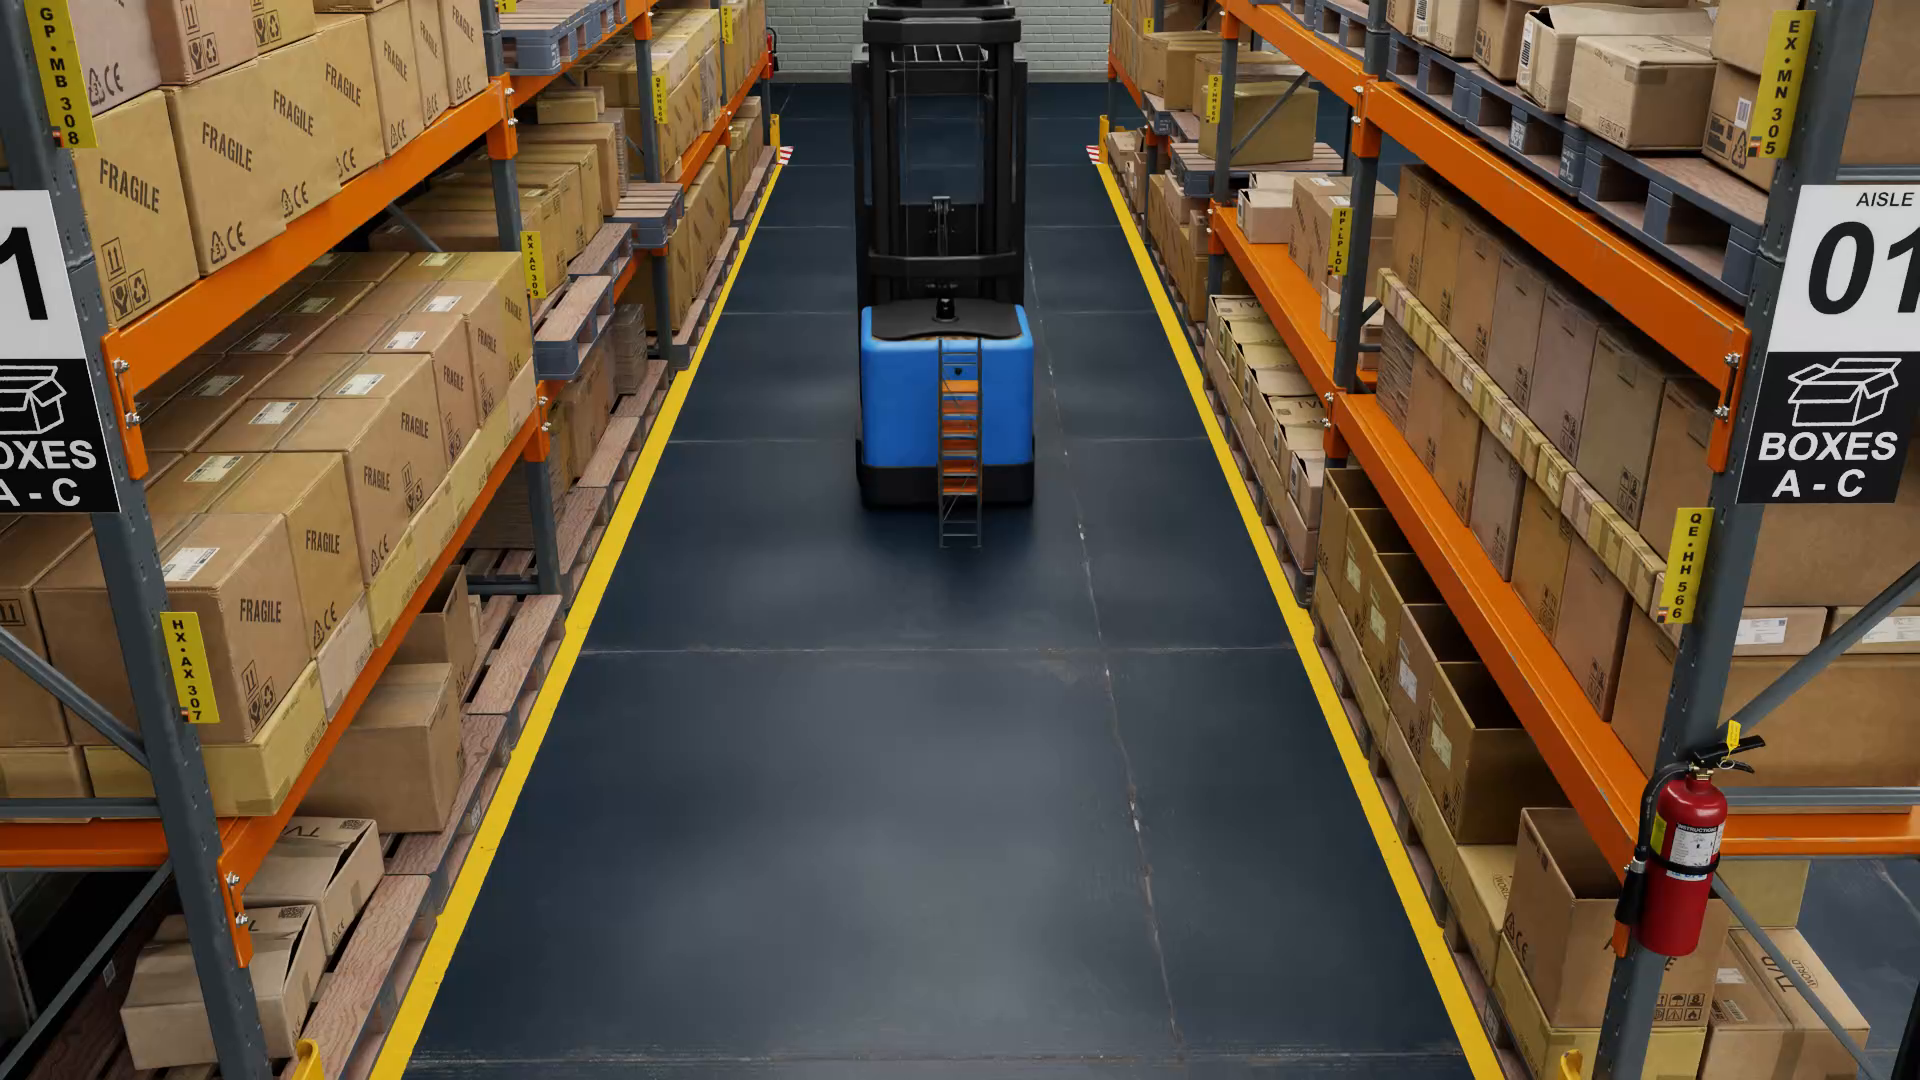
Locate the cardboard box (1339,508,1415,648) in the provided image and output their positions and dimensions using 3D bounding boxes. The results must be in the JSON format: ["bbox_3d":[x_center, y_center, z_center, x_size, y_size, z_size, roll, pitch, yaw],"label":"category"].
[{"bbox_3d":[2.068,0.177,7.636,0.500,0.500,0.500,0,24,-1],"label":"cardboard box"}]

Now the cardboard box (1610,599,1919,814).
[{"bbox_3d":[2.414,0.469,4.952,0.700,0.500,0.500,0,24,-1],"label":"cardboard box"}]

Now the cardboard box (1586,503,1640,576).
[{"bbox_3d":[2.204,-0.004,5.211,0.380,0.149,0.250,-1,24,-1],"label":"cardboard box"}]

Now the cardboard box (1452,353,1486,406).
[{"bbox_3d":[2.190,-0.640,6.616,0.380,0.149,0.250,-1,24,-2],"label":"cardboard box"}]

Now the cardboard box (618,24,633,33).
[{"bbox_3d":[-2.911,-4.133,13.832,0.500,0.250,0.500,-1,24,-2],"label":"cardboard box"}]

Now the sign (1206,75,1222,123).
[{"bbox_3d":[1.776,-3.075,11.600,0.100,0.325,0.005,0,24,-1],"label":"sign"}]

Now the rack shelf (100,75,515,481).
[{"bbox_3d":[-2.569,-1.132,5.847,1.077,0.370,4.000,0,24,-1],"label":"rack shelf"}]

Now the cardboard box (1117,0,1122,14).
[{"bbox_3d":[1.986,-5.988,18.015,0.500,0.500,0.500,0,24,0],"label":"cardboard box"}]

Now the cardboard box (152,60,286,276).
[{"bbox_3d":[-2.271,-1.051,4.649,0.500,0.500,0.500,1,24,3],"label":"cardboard box"}]

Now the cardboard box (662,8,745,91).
[{"bbox_3d":[-2.670,-4.875,16.525,0.980,0.700,0.700,-1,24,-2],"label":"cardboard box"}]

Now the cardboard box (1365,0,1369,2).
[{"bbox_3d":[2.357,-2.911,8.580,0.500,0.250,0.500,-3,24,-6],"label":"cardboard box"}]

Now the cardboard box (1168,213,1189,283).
[{"bbox_3d":[2.057,-2.465,14.060,0.500,0.500,0.500,-1,24,-3],"label":"cardboard box"}]

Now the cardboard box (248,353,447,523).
[{"bbox_3d":[-2.264,-0.379,6.196,0.500,0.500,0.500,0,24,1],"label":"cardboard box"}]

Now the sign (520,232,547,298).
[{"bbox_3d":[-2.048,-1.318,7.973,0.100,0.325,0.005,0,24,-1],"label":"sign"}]

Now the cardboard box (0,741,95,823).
[{"bbox_3d":[-2.746,0.598,4.945,0.500,0.250,0.500,0,24,0],"label":"cardboard box"}]

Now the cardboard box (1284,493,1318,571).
[{"bbox_3d":[2.068,-0.050,9.047,0.500,0.250,0.500,0,24,-1],"label":"cardboard box"}]

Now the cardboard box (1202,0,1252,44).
[{"bbox_3d":[2.552,-4.935,15.686,0.500,0.500,0.500,0,24,1],"label":"cardboard box"}]

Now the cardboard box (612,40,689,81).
[{"bbox_3d":[-2.398,-3.713,12.904,0.500,0.250,0.500,0,24,0],"label":"cardboard box"}]

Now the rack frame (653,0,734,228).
[{"bbox_3d":[-2.678,-4.214,15.428,1.000,3.000,0.127,0,24,-1],"label":"rack frame"}]

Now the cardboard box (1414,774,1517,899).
[{"bbox_3d":[2.080,1.137,6.424,0.500,0.250,0.500,0,24,-1],"label":"cardboard box"}]

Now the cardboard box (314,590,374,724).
[{"bbox_3d":[-2.255,0.373,5.442,0.500,0.250,0.500,-1,24,-2],"label":"cardboard box"}]

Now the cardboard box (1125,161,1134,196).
[{"bbox_3d":[1.977,-3.756,17.143,0.500,0.311,0.500,0,24,-1],"label":"cardboard box"}]

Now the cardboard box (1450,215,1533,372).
[{"bbox_3d":[2.385,-0.981,6.583,0.700,0.500,0.500,0,24,-1],"label":"cardboard box"}]

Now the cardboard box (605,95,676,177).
[{"bbox_3d":[-2.384,-2.957,12.142,0.500,0.500,0.500,0,24,1],"label":"cardboard box"}]

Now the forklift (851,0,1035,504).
[{"bbox_3d":[-0.140,-2.119,10.878,1.130,2.935,3.031,-1,24,-2],"label":"forklift"}]

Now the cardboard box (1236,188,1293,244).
[{"bbox_3d":[2.135,-2.180,11.038,0.500,0.311,0.500,-1,24,-1],"label":"cardboard box"}]

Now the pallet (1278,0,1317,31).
[{"bbox_3d":[2.431,-3.130,9.620,1.003,0.211,1.213,1,24,2],"label":"pallet"}]

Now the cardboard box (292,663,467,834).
[{"bbox_3d":[-2.429,0.846,6.739,0.700,0.500,0.500,-2,24,-4],"label":"cardboard box"}]

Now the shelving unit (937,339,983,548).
[{"bbox_3d":[0.000,-0.541,9.490,0.258,1.200,0.189,0,24,-1],"label":"shelving unit"}]

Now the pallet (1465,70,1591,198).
[{"bbox_3d":[2.408,-1.415,5.706,1.003,0.211,1.213,0,24,-1],"label":"pallet"}]

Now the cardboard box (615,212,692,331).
[{"bbox_3d":[-2.511,-2.081,12.811,0.750,0.750,0.750,-1,24,-1],"label":"cardboard box"}]

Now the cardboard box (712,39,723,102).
[{"bbox_3d":[-2.421,-4.215,14.924,0.500,0.500,0.500,-1,24,-1],"label":"cardboard box"}]

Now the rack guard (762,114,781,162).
[{"bbox_3d":[-2.722,-4.733,19.609,1.175,0.500,0.348,0,24,-1],"label":"rack guard"}]

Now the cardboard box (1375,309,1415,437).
[{"bbox_3d":[2.374,-0.804,7.767,0.700,0.500,0.500,-1,24,-2],"label":"cardboard box"}]

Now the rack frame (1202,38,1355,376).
[{"bbox_3d":[2.319,-2.590,11.836,1.000,3.000,0.127,0,24,-1],"label":"rack frame"}]

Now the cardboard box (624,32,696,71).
[{"bbox_3d":[-2.409,-3.924,13.369,0.500,0.250,0.500,-1,24,-2],"label":"cardboard box"}]

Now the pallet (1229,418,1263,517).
[{"bbox_3d":[2.299,-0.478,10.551,1.003,0.211,1.213,0,24,-1],"label":"pallet"}]

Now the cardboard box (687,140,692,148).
[{"bbox_3d":[-2.430,-3.338,13.770,0.380,0.149,0.250,0,24,1],"label":"cardboard box"}]

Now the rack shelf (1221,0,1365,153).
[{"bbox_3d":[2.341,-2.805,9.544,1.077,0.370,4.000,0,24,-1],"label":"rack shelf"}]

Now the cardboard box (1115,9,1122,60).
[{"bbox_3d":[1.984,-5.535,18.227,0.500,0.500,0.500,0,24,-1],"label":"cardboard box"}]

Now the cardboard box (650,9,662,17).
[{"bbox_3d":[-2.934,-4.555,14.765,0.500,0.250,0.500,0,24,1],"label":"cardboard box"}]

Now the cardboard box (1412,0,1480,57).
[{"bbox_3d":[2.110,-2.091,6.523,0.500,0.311,0.500,-2,24,-3],"label":"cardboard box"}]

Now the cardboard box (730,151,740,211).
[{"bbox_3d":[-2.584,-3.575,16.539,0.700,0.500,0.500,0,24,0],"label":"cardboard box"}]

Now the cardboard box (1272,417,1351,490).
[{"bbox_3d":[2.060,-0.515,9.396,0.500,0.311,0.500,0,24,1],"label":"cardboard box"}]

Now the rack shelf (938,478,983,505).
[{"bbox_3d":[0.000,-0.282,9.607,0.258,0.103,0.180,0,24,-1],"label":"rack shelf"}]

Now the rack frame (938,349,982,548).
[{"bbox_3d":[0.001,-0.503,9.406,0.240,1.200,0.006,0,24,-1],"label":"rack frame"}]

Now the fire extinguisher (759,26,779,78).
[{"bbox_3d":[-2.262,-5.721,19.307,0.296,0.674,0.183,0,24,-1],"label":"fire extinguisher"}]

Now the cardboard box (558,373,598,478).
[{"bbox_3d":[-2.636,-0.706,10.169,0.700,0.500,0.500,0,24,0],"label":"cardboard box"}]

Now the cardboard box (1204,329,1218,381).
[{"bbox_3d":[2.031,-1.311,11.836,0.500,0.250,0.500,0,24,-1],"label":"cardboard box"}]

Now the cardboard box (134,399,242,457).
[{"bbox_3d":[-2.770,-0.166,5.724,0.500,0.500,0.500,-1,24,-2],"label":"cardboard box"}]

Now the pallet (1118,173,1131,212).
[{"bbox_3d":[2.253,-3.754,17.795,1.003,0.211,1.213,0,24,-1],"label":"pallet"}]

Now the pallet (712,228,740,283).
[{"bbox_3d":[-2.594,-2.626,15.300,1.003,0.211,1.213,0,24,-1],"label":"pallet"}]

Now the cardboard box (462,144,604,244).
[{"bbox_3d":[-2.583,-2.105,10.109,0.700,0.500,0.500,0,24,-1],"label":"cardboard box"}]

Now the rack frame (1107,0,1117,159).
[{"bbox_3d":[2.232,-5.886,19.125,1.000,3.000,0.127,0,24,-1],"label":"rack frame"}]

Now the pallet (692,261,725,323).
[{"bbox_3d":[-2.578,-2.122,14.186,1.003,0.211,1.213,0,24,-1],"label":"pallet"}]
